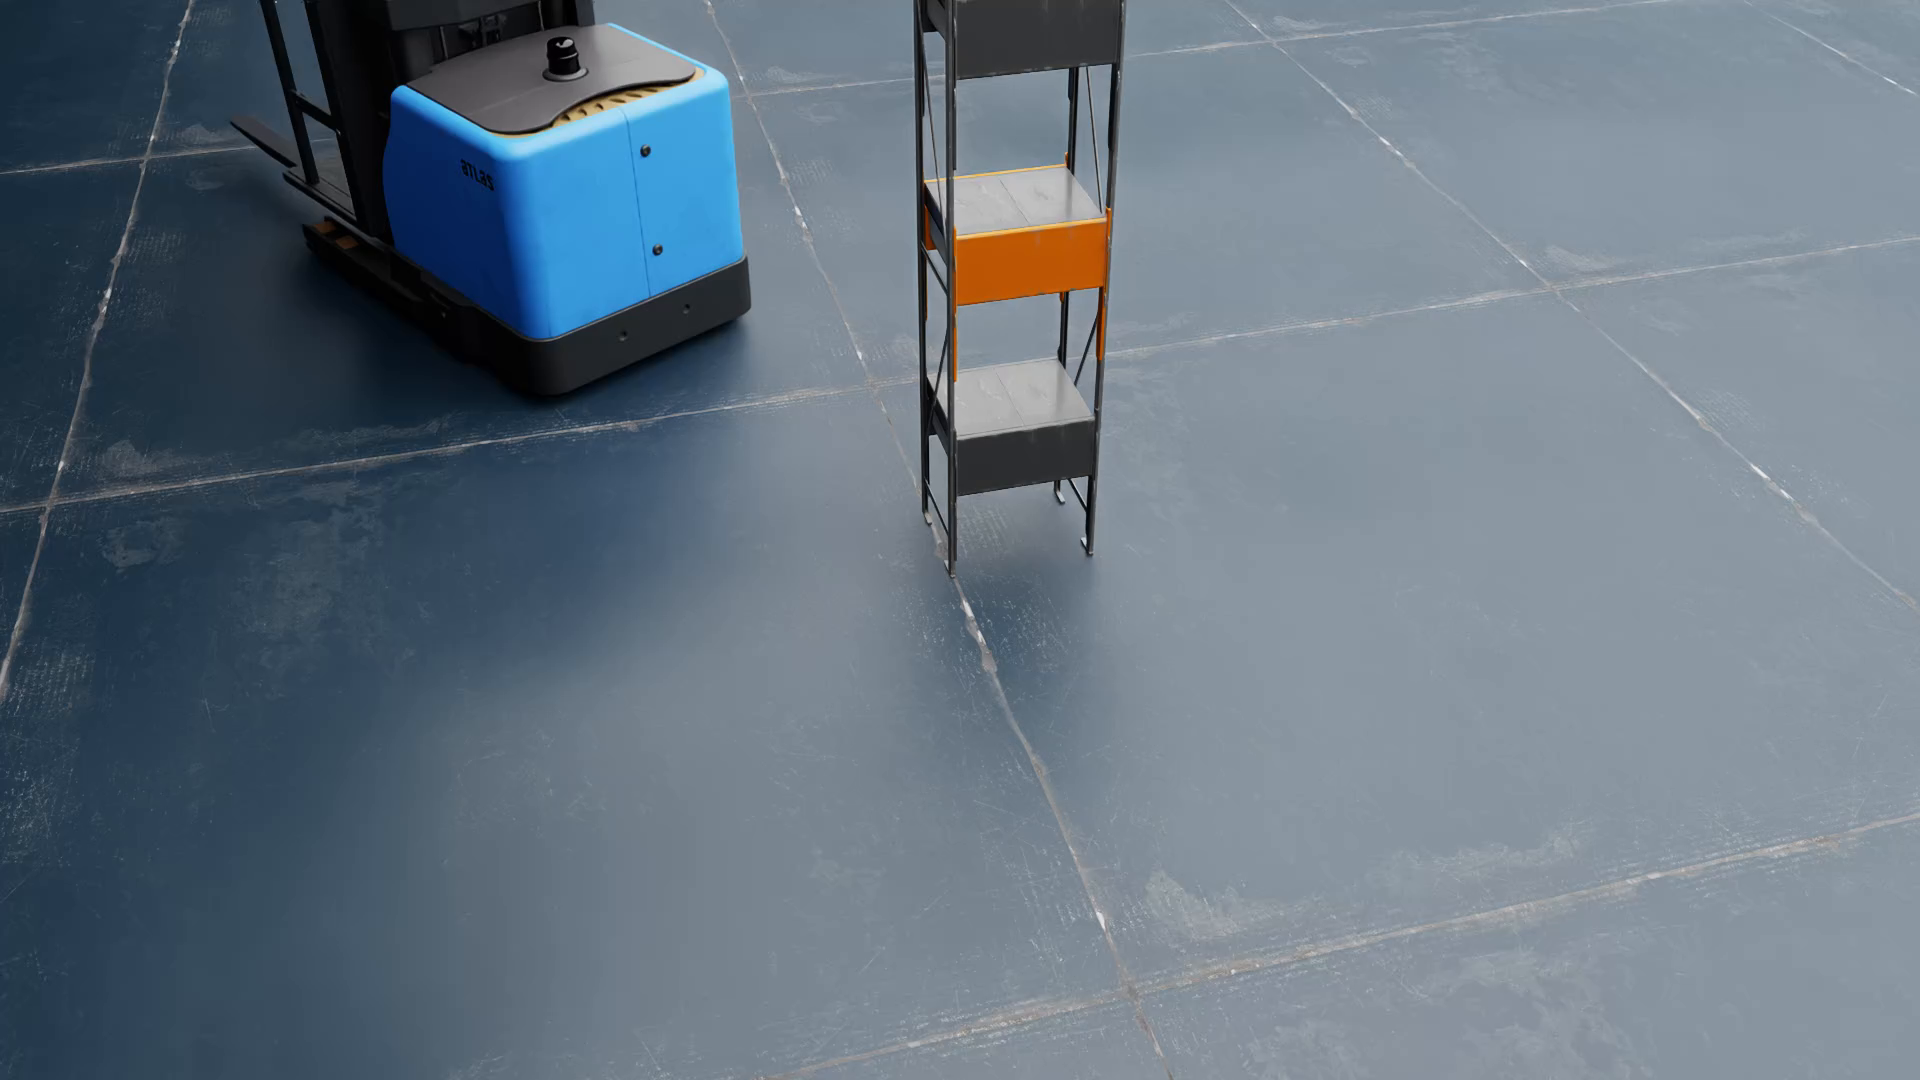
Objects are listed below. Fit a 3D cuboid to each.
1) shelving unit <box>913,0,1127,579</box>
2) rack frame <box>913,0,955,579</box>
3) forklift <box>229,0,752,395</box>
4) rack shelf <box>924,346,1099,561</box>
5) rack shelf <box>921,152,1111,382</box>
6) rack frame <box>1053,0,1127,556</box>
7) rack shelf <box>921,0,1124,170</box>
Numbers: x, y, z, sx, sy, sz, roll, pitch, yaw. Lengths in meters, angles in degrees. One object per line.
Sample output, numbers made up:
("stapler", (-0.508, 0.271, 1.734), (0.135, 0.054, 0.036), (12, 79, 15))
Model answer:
("shelving unit", (0.160, -0.860, 5.146), (0.503, 2.100, 0.431), (-9, 38, -12))
("rack frame", (-0.076, -0.822, 5.096), (0.015, 2.100, 0.400), (-9, 38, -12))
("forklift", (-2.251, -2.515, 6.626), (1.130, 2.935, 3.031), (-31, 47, -34))
("rack shelf", (0.160, -0.293, 5.580), (0.480, 0.518, 0.431), (-9, 38, -12))
("rack shelf", (0.160, -0.849, 5.155), (0.480, 0.518, 0.431), (-9, 38, -12))
("rack frame", (0.395, -0.899, 5.197), (0.015, 2.100, 0.400), (-9, 38, -12))
("rack shelf", (0.160, -1.405, 4.729), (0.480, 0.518, 0.431), (-9, 38, -12))
